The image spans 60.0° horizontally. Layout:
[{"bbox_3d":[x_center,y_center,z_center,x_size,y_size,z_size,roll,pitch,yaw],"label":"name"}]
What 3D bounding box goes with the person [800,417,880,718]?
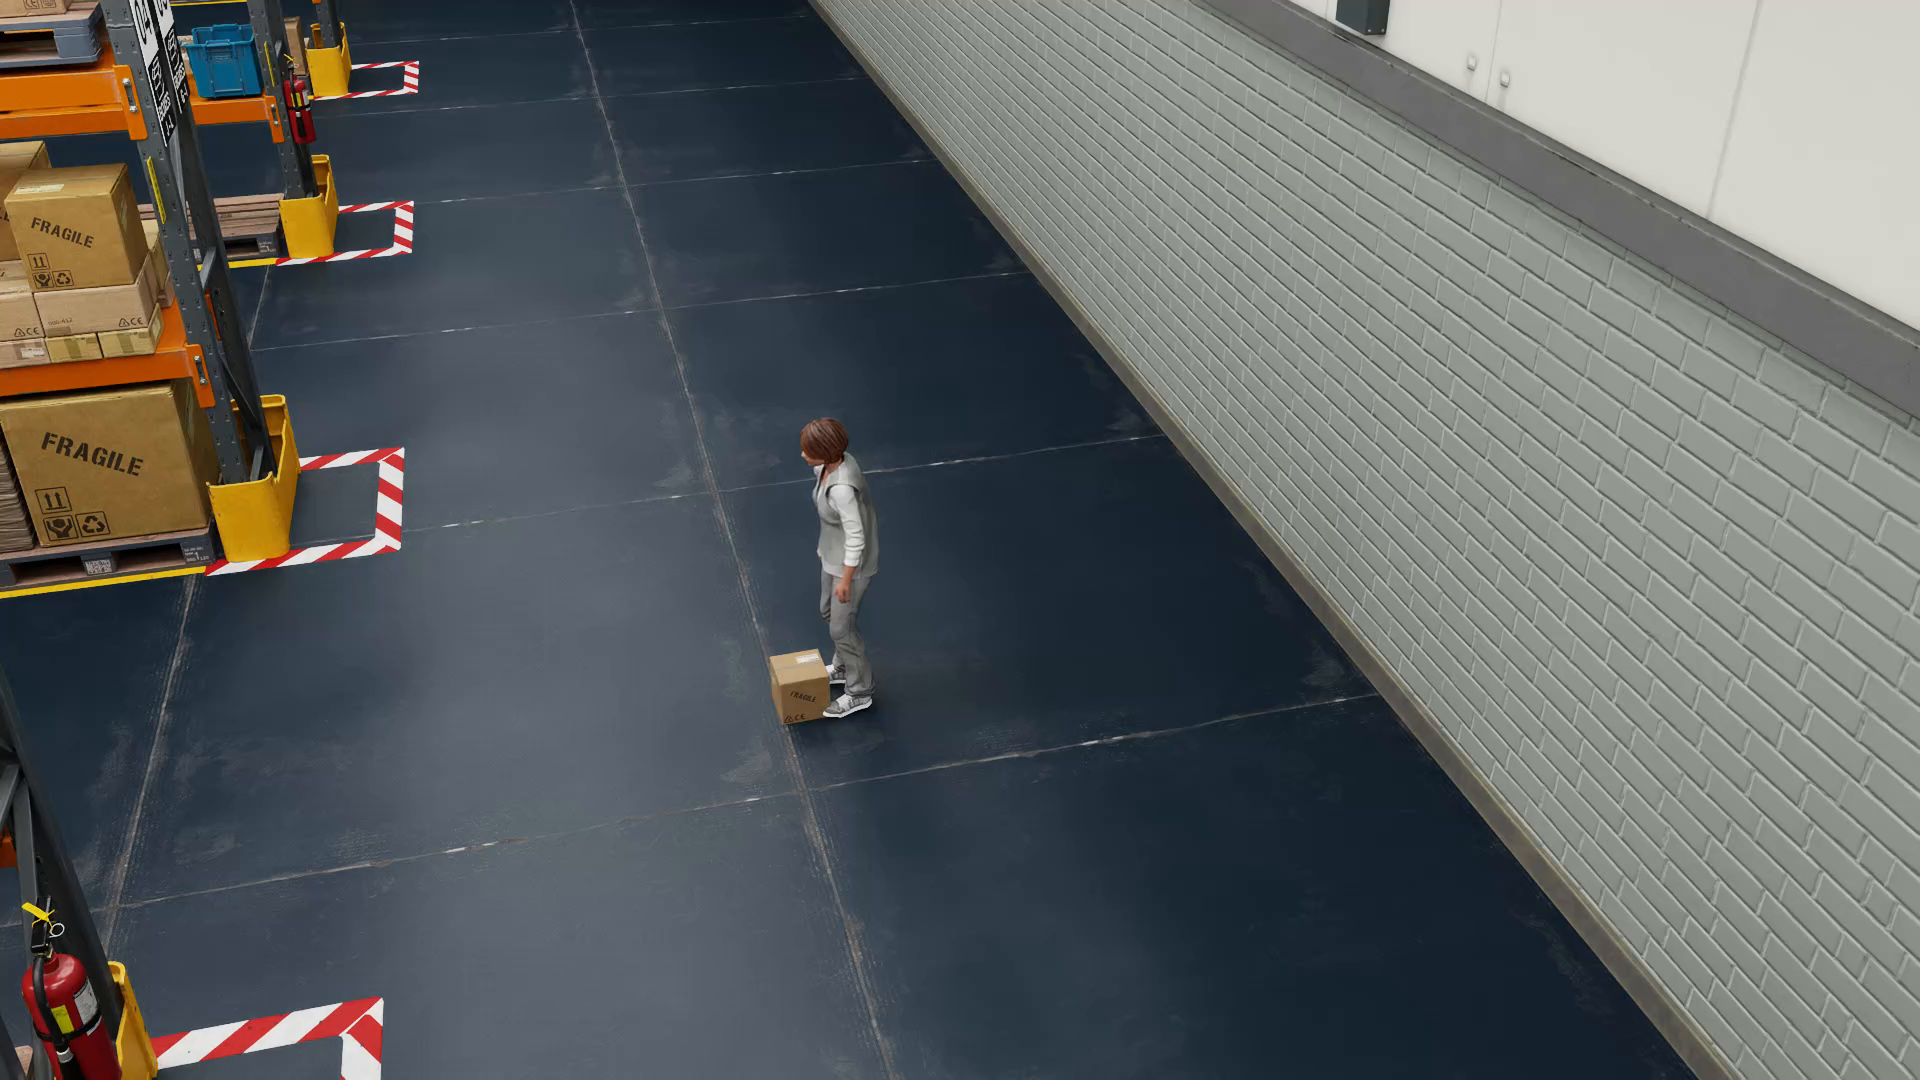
[{"bbox_3d":[-0.571,0.119,8.040,0.348,1.591,0.459,-8,32,-13],"label":"person"}]
